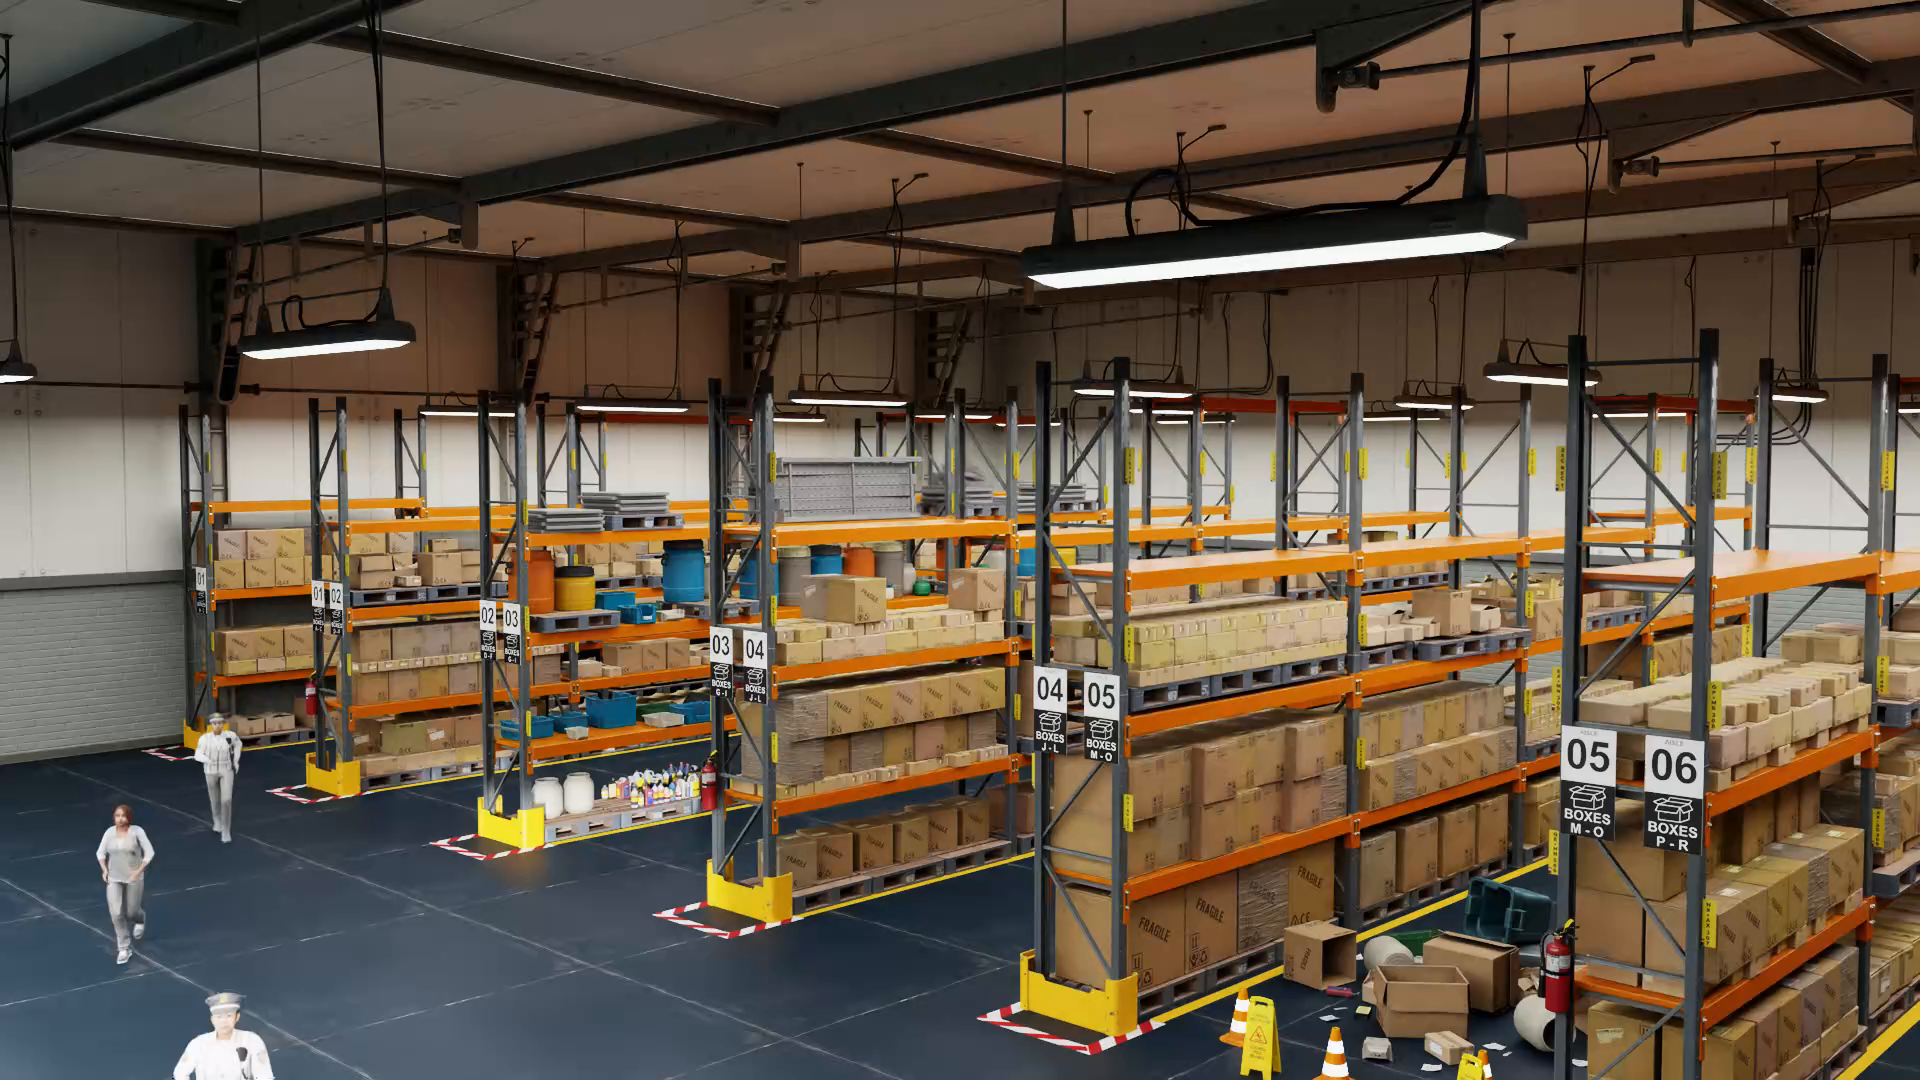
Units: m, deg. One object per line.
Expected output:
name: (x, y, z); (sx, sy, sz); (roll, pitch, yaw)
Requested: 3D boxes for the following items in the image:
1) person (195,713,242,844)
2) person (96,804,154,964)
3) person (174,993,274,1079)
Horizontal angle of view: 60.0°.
person: (-9.916, 3.151, 22.243); (0.555, 1.738, 0.827); (-1, 3, -17)
person: (-8.557, 3.480, 17.054); (0.552, 1.575, 0.700); (-1, 3, -16)
person: (-4.781, 3.765, 10.804); (0.605, 1.659, 0.533); (-1, 3, -22)
